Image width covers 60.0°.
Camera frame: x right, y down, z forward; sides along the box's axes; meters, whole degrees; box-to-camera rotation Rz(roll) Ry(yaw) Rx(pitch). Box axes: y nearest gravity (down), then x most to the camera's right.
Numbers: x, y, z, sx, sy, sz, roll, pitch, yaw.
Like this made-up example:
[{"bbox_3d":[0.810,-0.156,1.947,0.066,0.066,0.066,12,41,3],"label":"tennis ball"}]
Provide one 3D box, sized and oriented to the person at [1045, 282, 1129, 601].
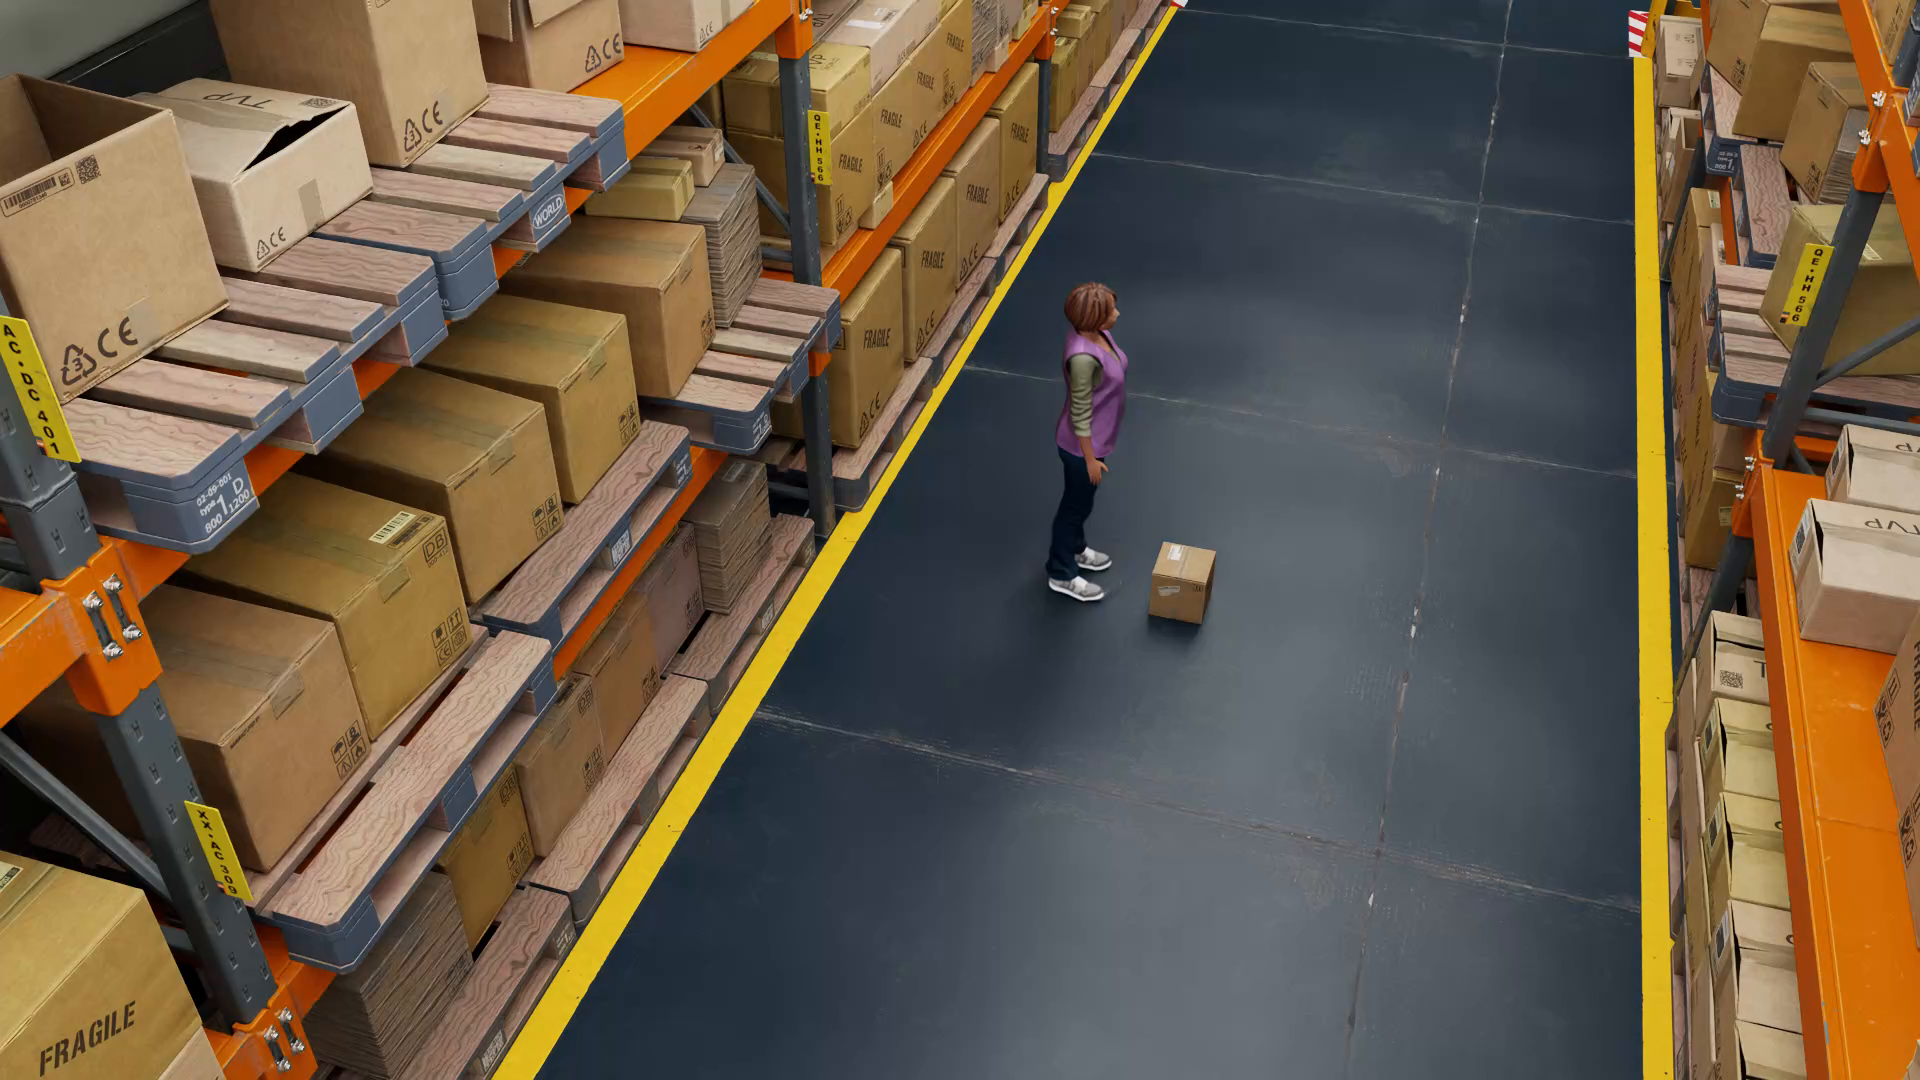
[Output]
[{"bbox_3d":[0.569,-0.446,7.444,0.312,1.610,0.415,8,38,10],"label":"person"}]
